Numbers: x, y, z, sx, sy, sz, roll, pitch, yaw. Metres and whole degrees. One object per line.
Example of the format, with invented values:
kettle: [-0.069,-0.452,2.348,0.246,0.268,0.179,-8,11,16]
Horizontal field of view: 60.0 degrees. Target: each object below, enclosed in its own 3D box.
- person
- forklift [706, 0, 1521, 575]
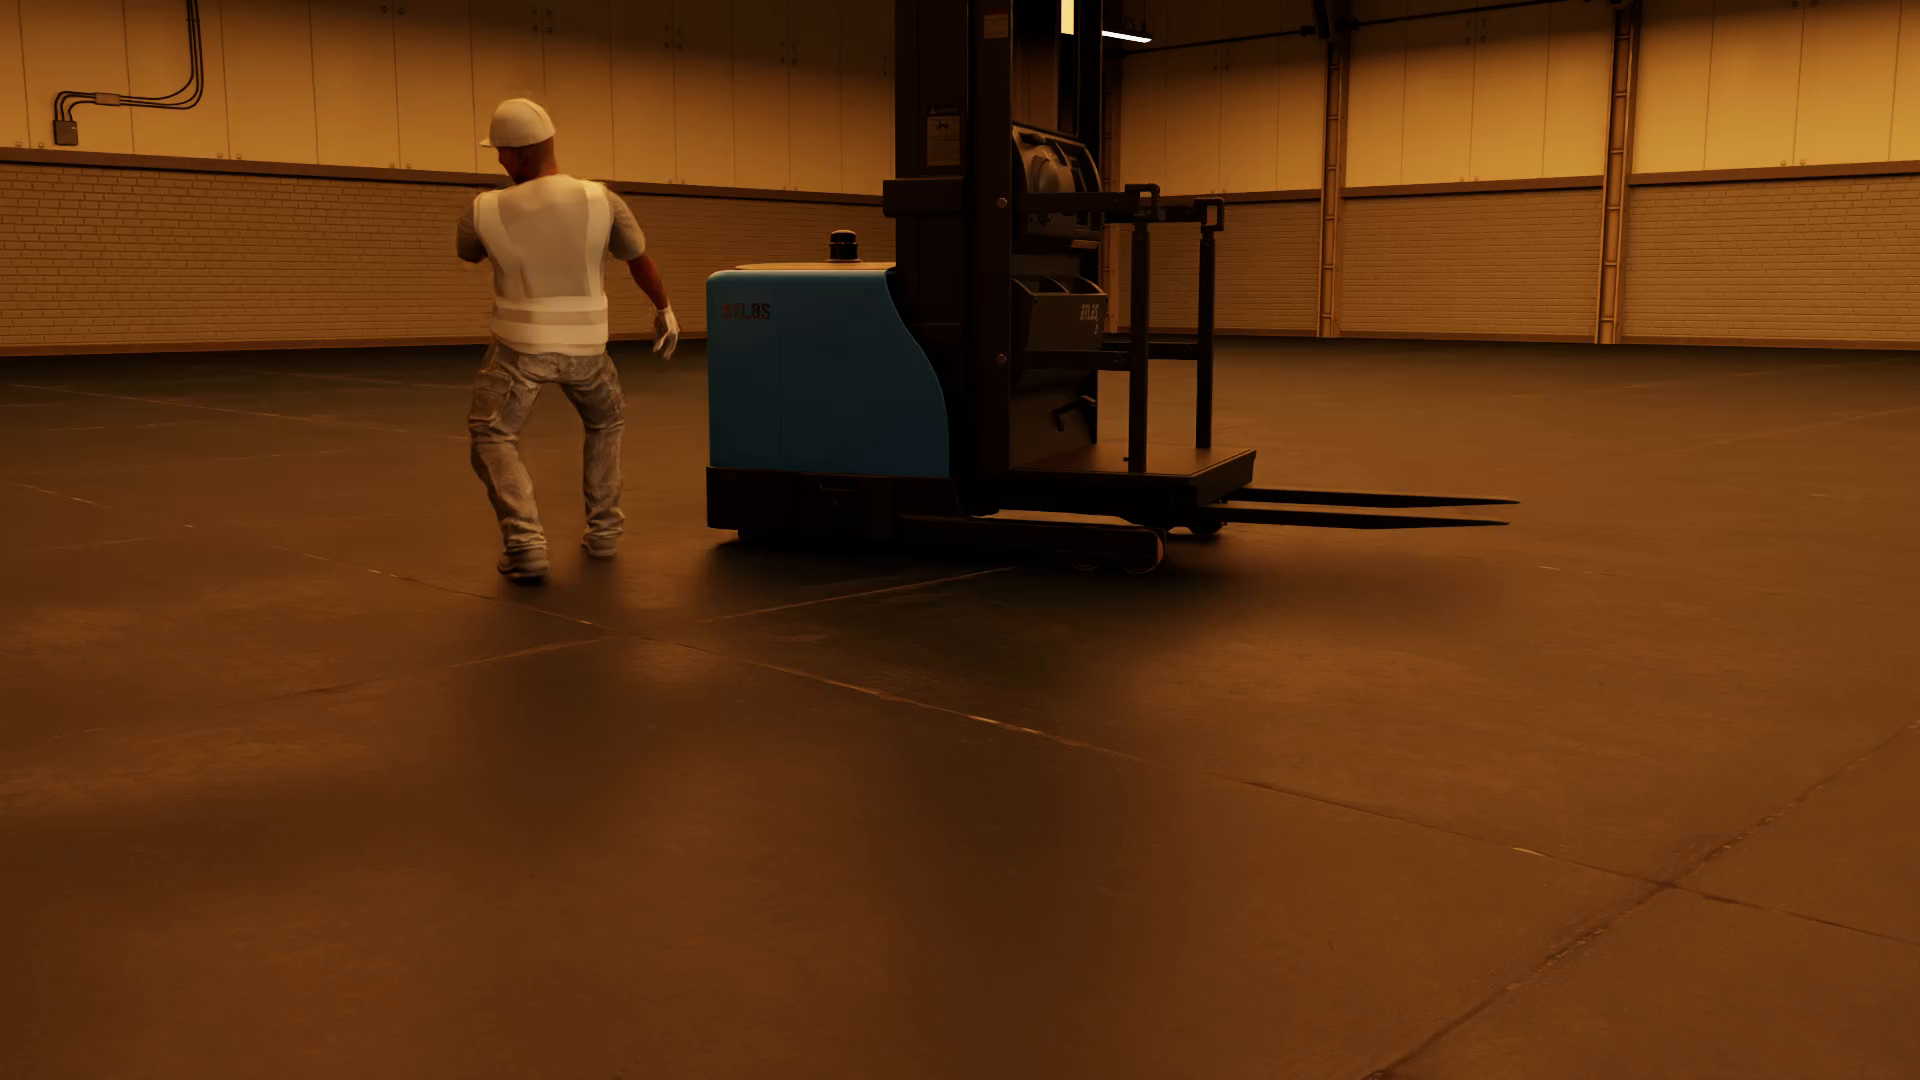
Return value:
person: [-1.434,-0.741,6.105,0.819,1.645,0.875,-6,10,-35]
forklift: [0.565,-1.416,6.275,3.031,2.935,1.130,3,9,22]
